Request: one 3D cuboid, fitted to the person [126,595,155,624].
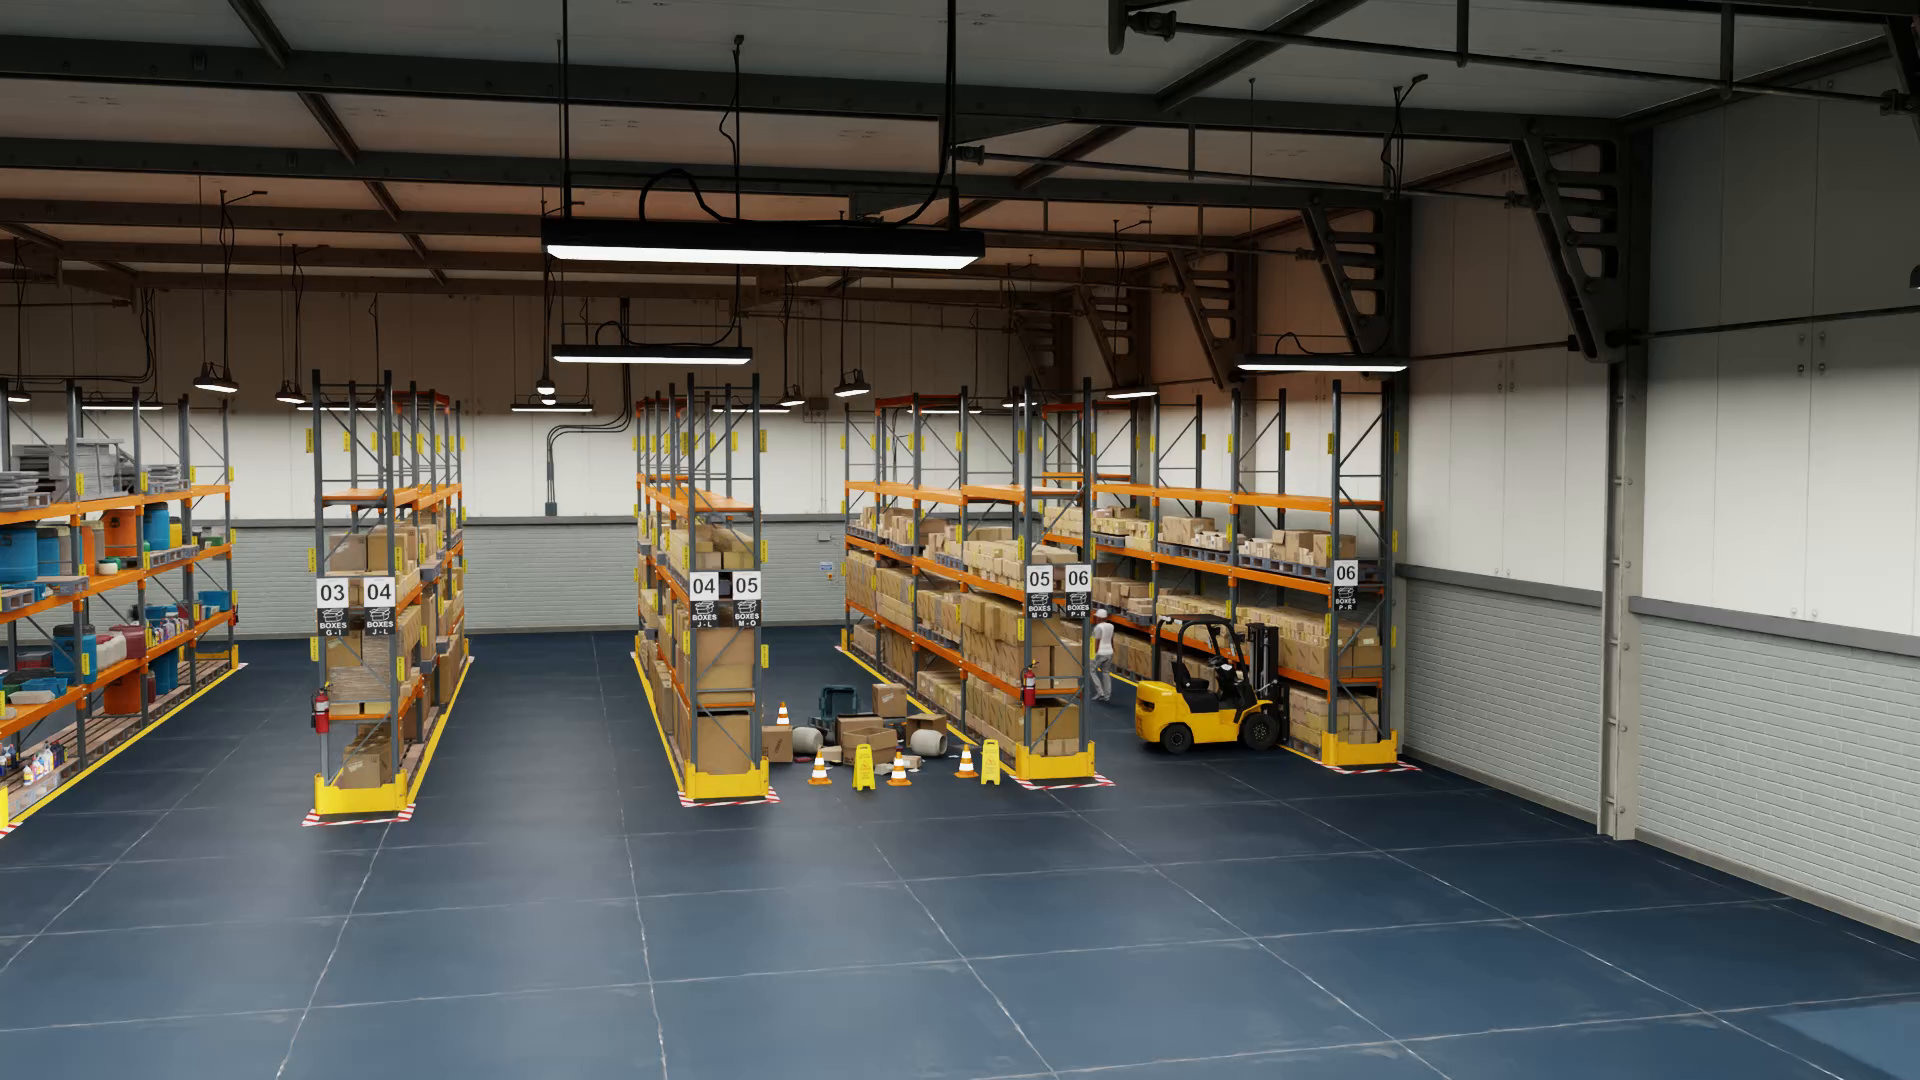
[{"bbox_3d":[-18.442,2.020,37.567,0.611,1.630,0.723,0,3,-3],"label":"person"}]

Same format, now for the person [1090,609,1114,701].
[{"bbox_3d":[2.768,2.240,32.436,0.401,1.789,0.604,3,5,45],"label":"person"}]
